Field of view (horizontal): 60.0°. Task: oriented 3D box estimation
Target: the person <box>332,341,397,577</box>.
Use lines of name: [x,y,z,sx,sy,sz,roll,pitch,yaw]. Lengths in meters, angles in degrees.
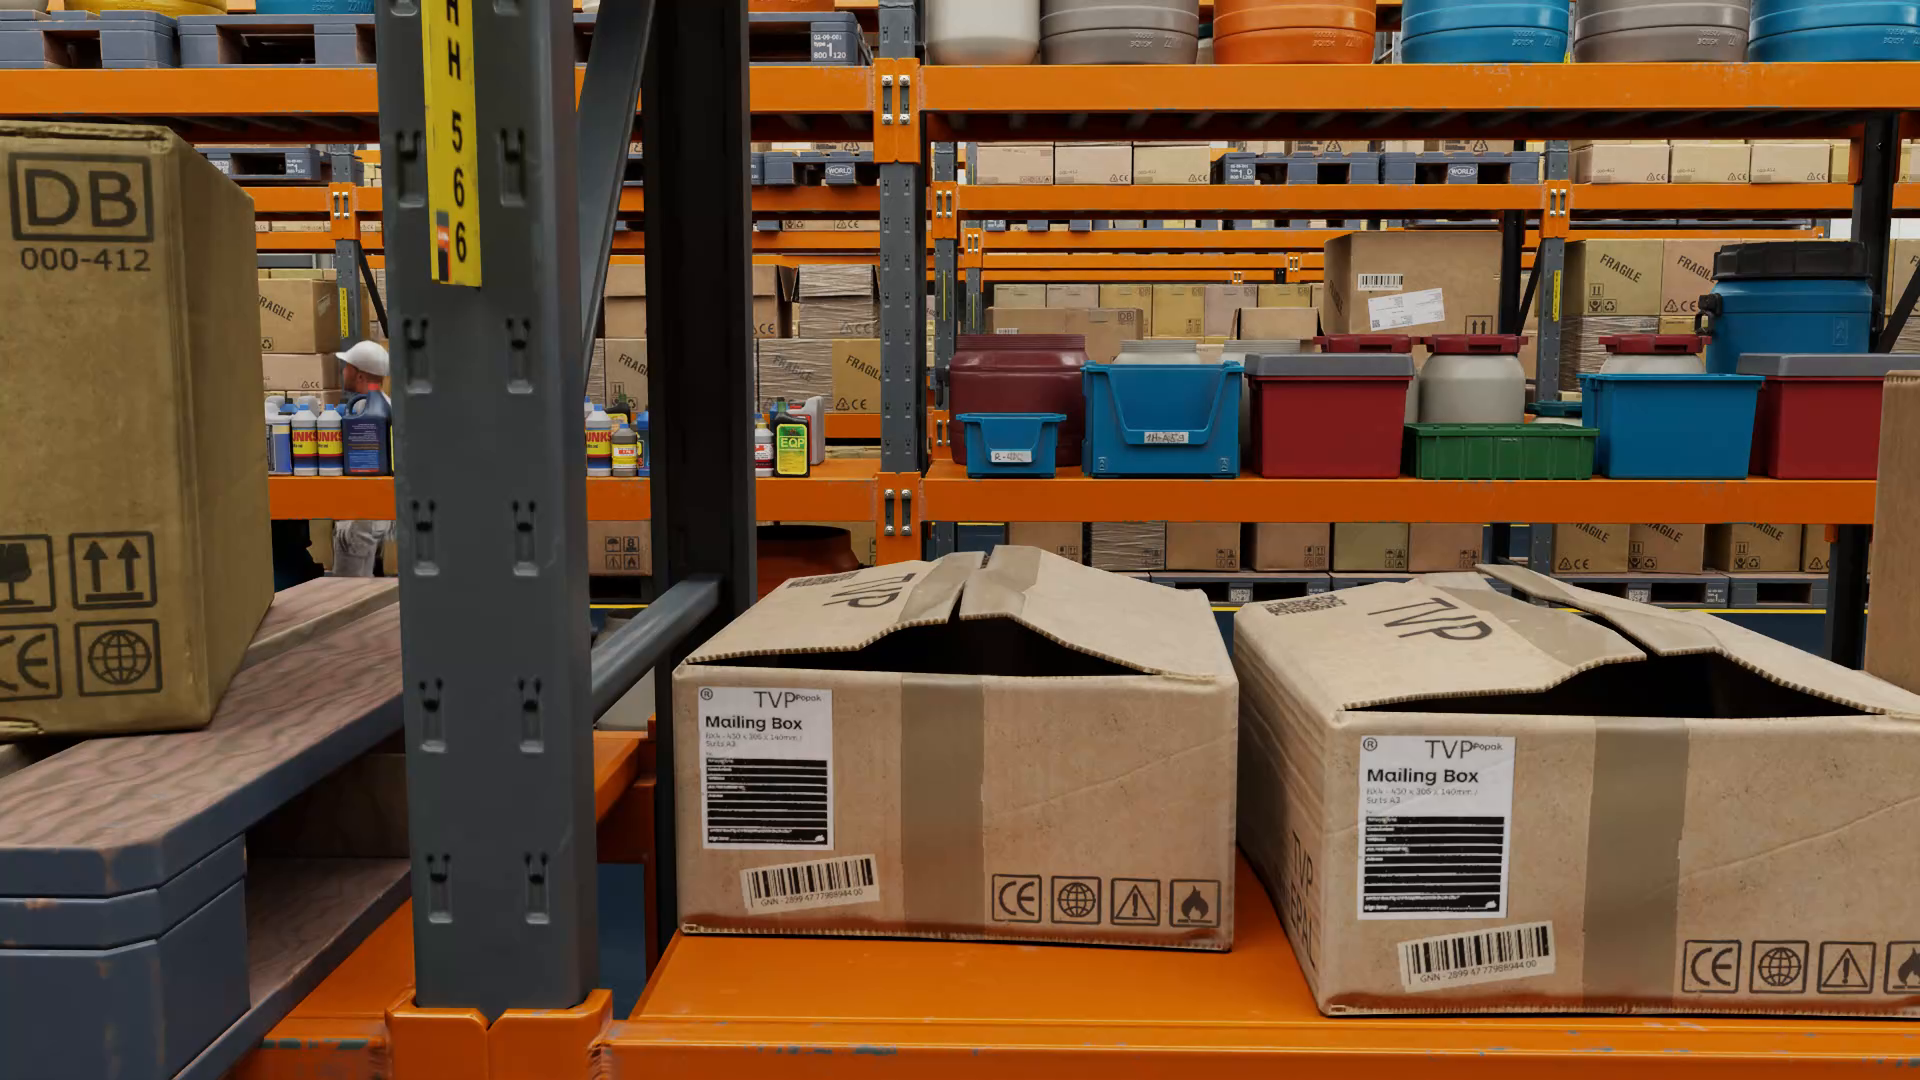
person: [-3.036,-0.136,8.607,0.544,1.779,0.529,0,7,-3]
